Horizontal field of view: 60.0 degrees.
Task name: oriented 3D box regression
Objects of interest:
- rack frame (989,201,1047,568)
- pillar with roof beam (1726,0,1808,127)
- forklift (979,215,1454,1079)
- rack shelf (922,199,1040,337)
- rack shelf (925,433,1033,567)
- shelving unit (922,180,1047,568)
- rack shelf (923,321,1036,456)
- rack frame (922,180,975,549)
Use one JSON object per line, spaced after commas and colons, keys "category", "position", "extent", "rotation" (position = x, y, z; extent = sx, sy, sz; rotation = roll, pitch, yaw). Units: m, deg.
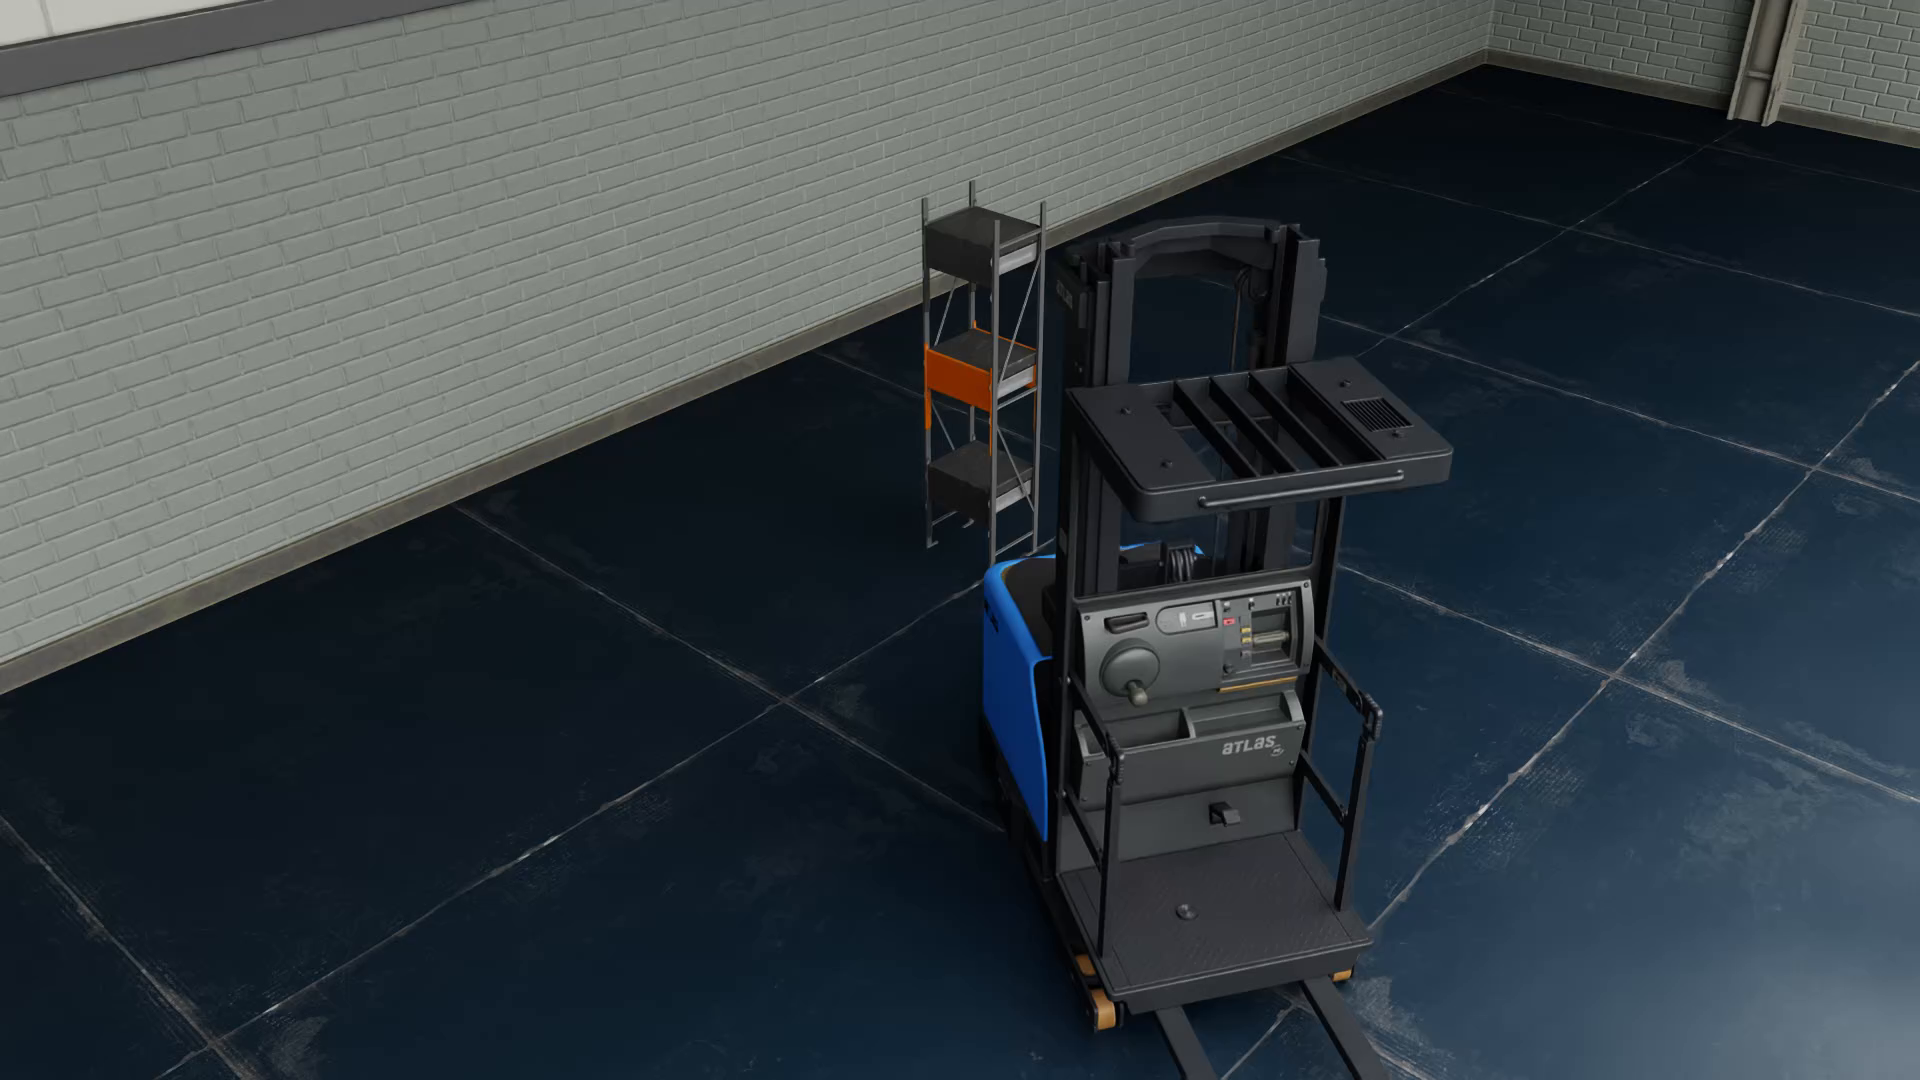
{"category": "rack frame", "position": [0.304, -0.758, 8.917], "extent": [0.015, 2.100, 0.400], "rotation": [25, 39, 35]}
{"category": "pillar with roof beam", "position": [5.073, -6.441, 11.669], "extent": [0.400, 9.000, 9.100], "rotation": [25, 39, 35]}
{"category": "forklift", "position": [0.961, 0.438, 6.125], "extent": [1.130, 2.935, 3.031], "rotation": [-8, 32, -13]}
{"category": "rack shelf", "position": [0.123, -1.430, 8.704], "extent": [0.480, 0.518, 0.431], "rotation": [25, 39, 35]}
{"category": "rack shelf", "position": [0.123, -0.231, 9.426], "extent": [0.480, 0.518, 0.431], "rotation": [25, 39, 35]}
{"category": "shelving unit", "position": [0.123, -0.842, 9.058], "extent": [0.503, 2.100, 0.431], "rotation": [25, 39, 35]}
{"category": "rack shelf", "position": [0.123, -0.831, 9.065], "extent": [0.480, 0.518, 0.431], "rotation": [25, 39, 35]}
{"category": "rack frame", "position": [-0.058, -0.927, 9.198], "extent": [0.015, 2.100, 0.400], "rotation": [25, 39, 35]}
